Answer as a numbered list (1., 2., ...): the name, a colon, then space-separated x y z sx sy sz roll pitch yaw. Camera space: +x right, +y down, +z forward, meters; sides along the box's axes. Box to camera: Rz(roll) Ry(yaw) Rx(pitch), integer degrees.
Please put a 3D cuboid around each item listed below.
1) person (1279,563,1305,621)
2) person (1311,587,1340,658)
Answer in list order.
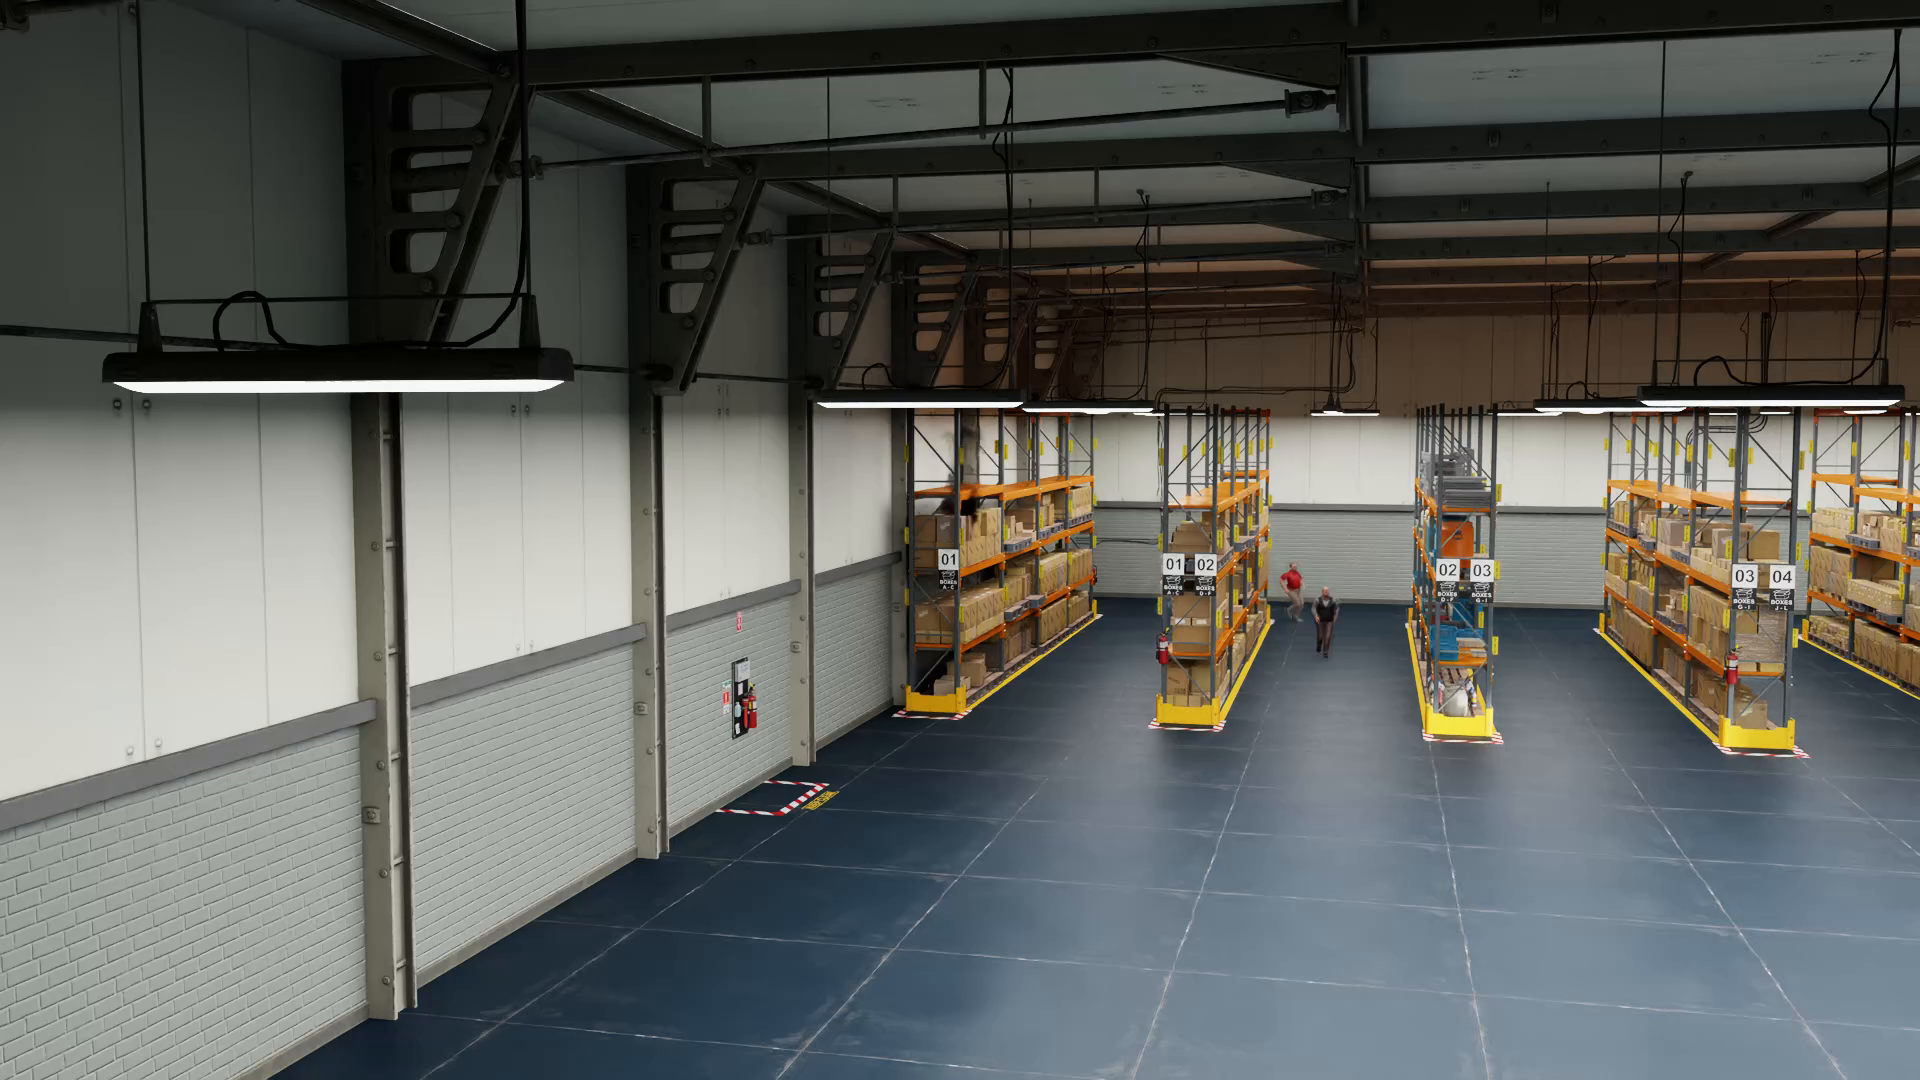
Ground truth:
1. person: 9.452 1.477 47.024 0.760 1.671 0.501 -3 5 -34
2. person: 8.807 1.970 40.067 0.682 1.702 0.605 1 4 8
